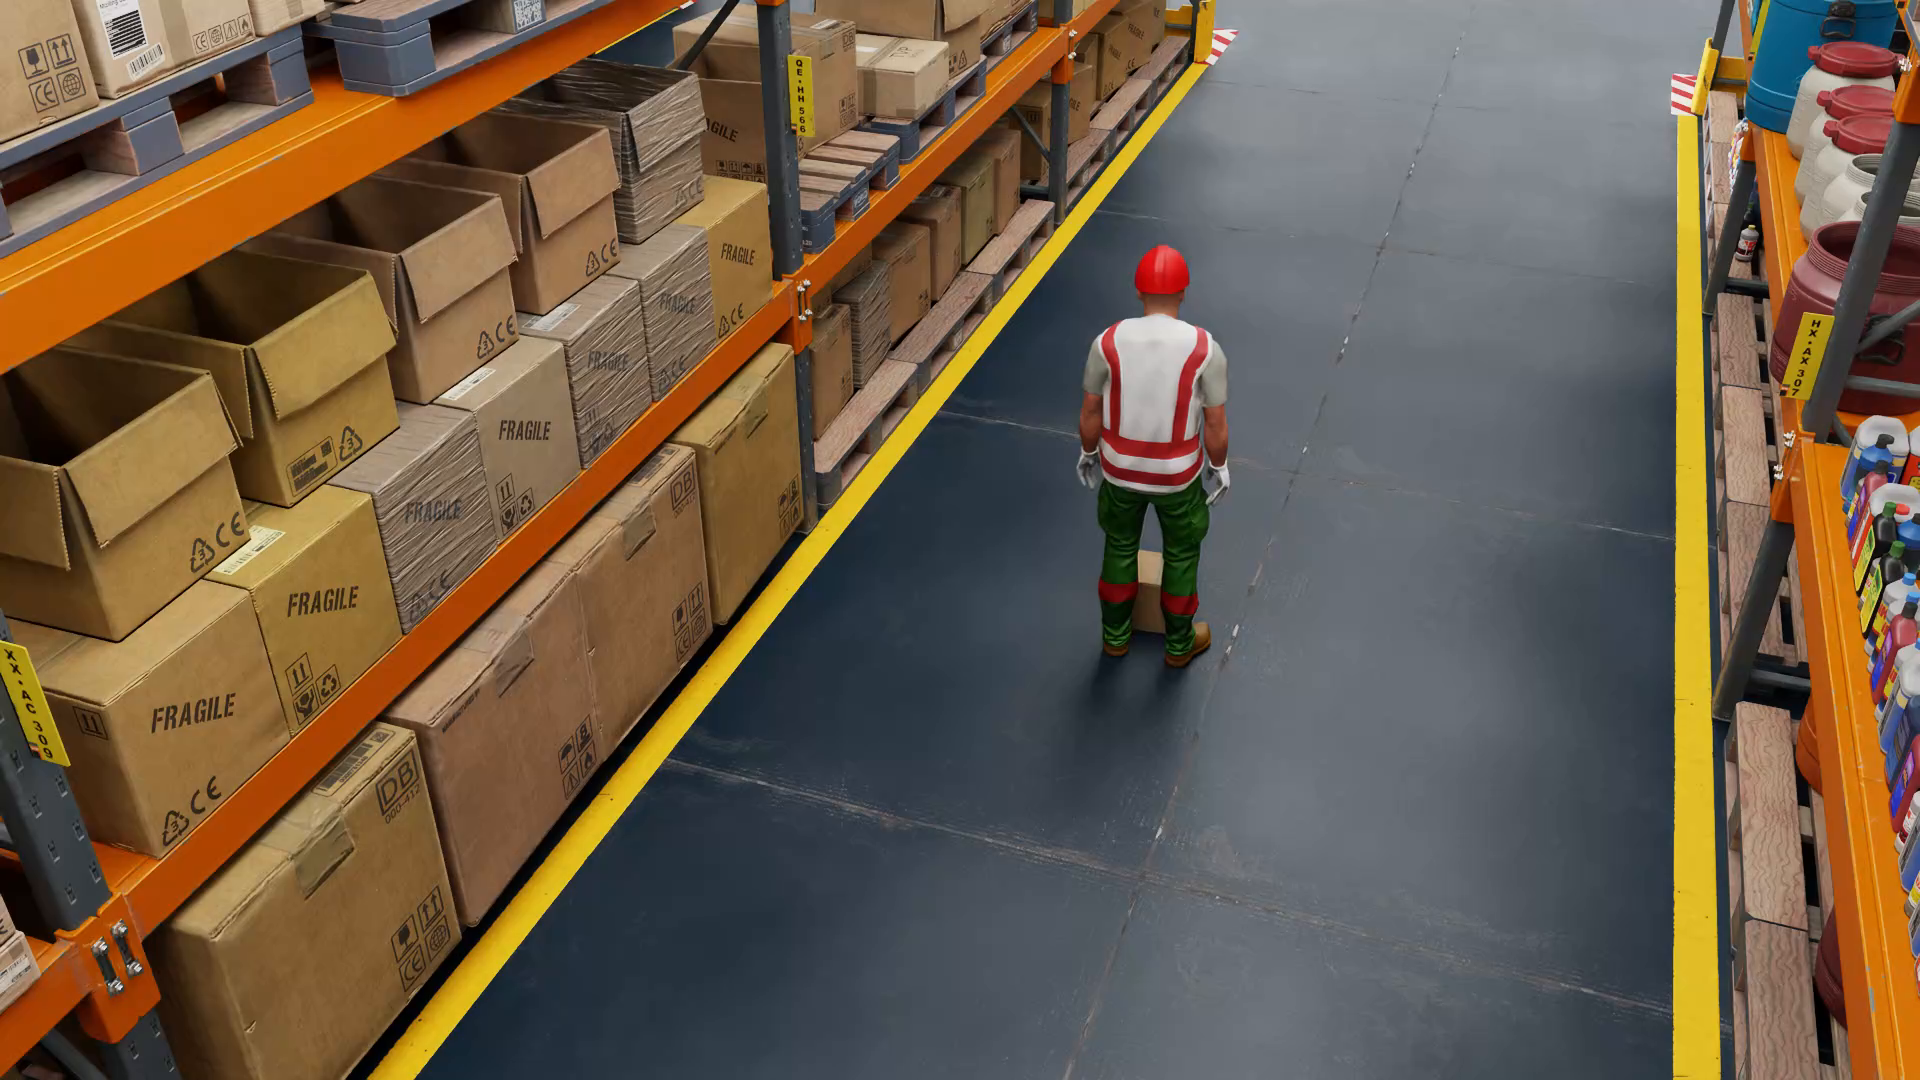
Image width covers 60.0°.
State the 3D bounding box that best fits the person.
[{"bbox_3d":[0.765,-0.300,6.589,0.614,1.778,0.452,9,34,14],"label":"person"}]
